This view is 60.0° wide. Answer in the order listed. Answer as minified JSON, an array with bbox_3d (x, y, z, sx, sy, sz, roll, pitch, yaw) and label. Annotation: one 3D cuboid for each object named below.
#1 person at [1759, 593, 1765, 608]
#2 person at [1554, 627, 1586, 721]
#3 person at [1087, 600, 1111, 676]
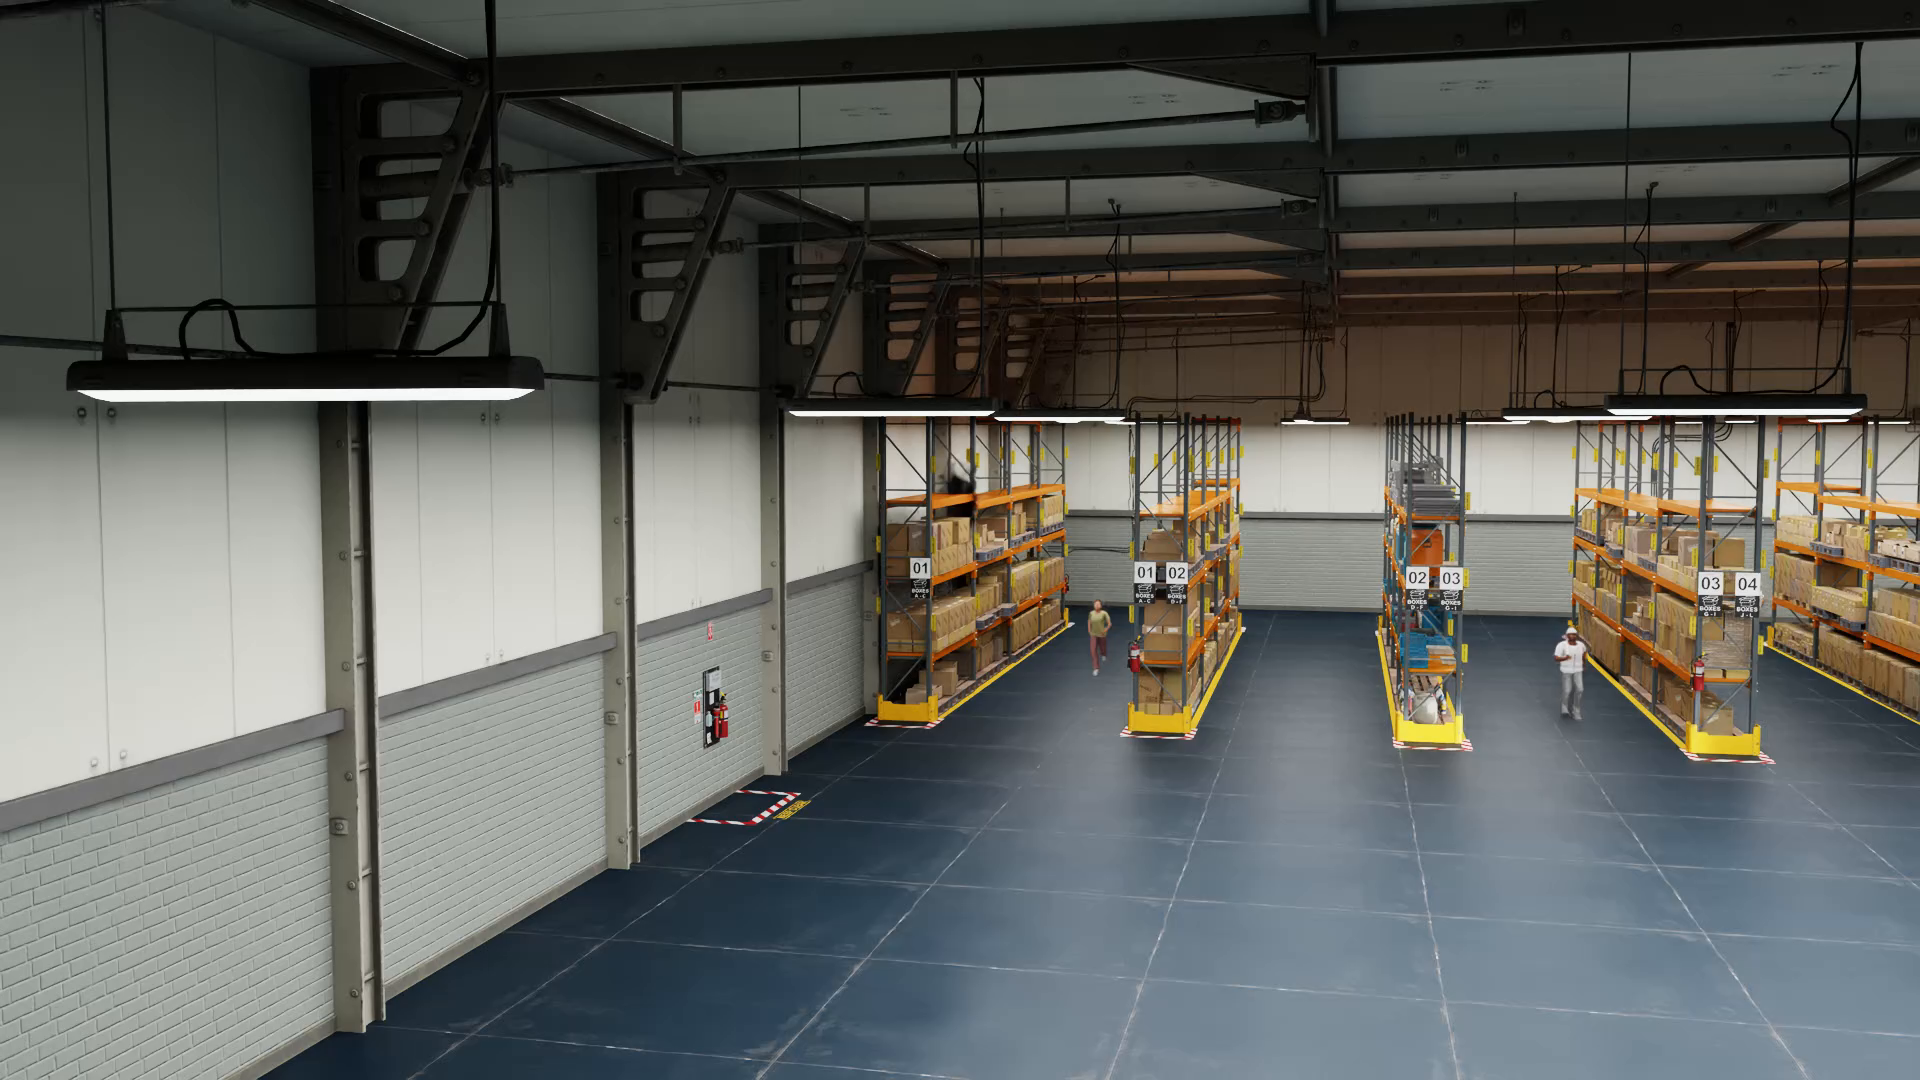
[{"bbox_3d":[21.068,1.901,44.468,0.846,1.686,0.674,-1,4,-17],"label":"person"},{"bbox_3d":[12.034,2.627,32.724,0.674,1.821,0.729,0,4,6],"label":"person"},{"bbox_3d":[3.108,2.154,37.233,0.560,1.653,0.996,1,4,12],"label":"person"}]
